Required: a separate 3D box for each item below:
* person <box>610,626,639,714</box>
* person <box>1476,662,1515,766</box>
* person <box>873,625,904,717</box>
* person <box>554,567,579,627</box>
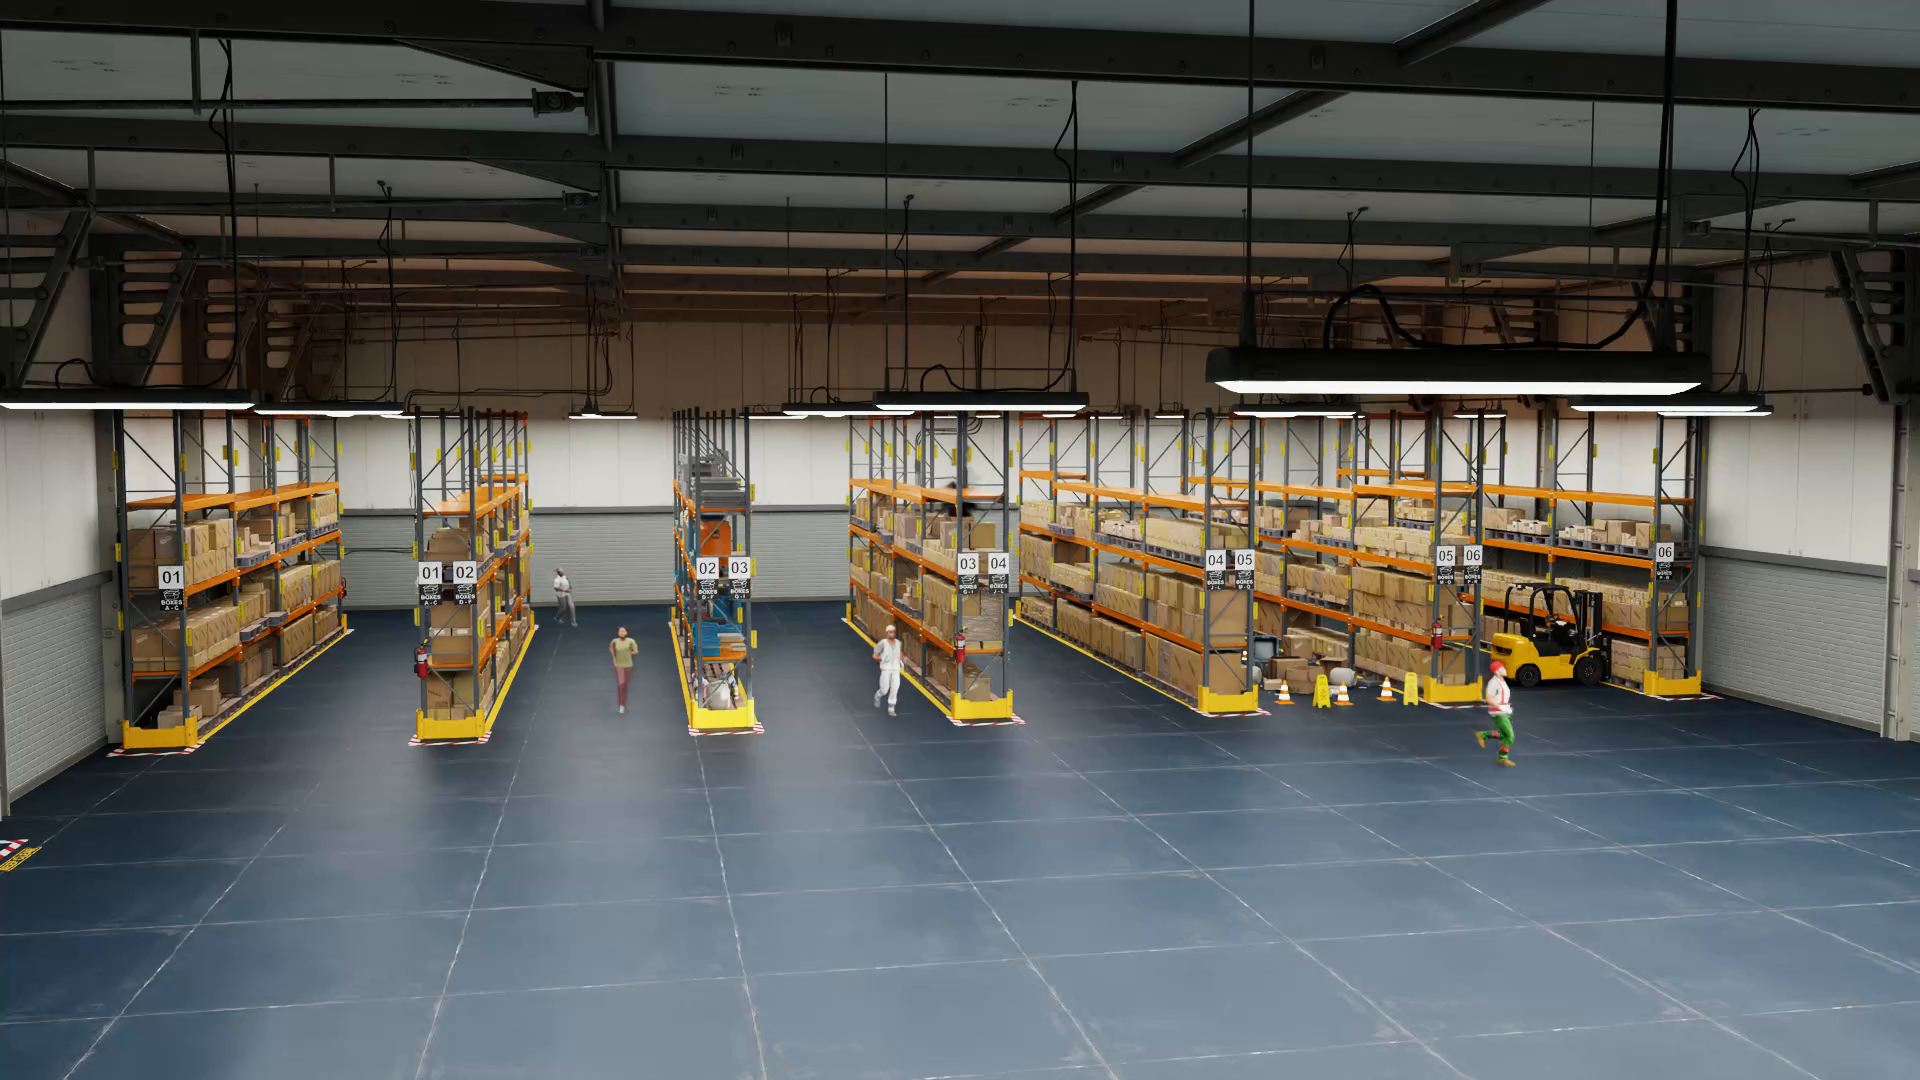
[{"bbox_3d":[-6.657,2.557,33.019,0.549,1.707,0.793,-1,4,-16],"label":"person"},{"bbox_3d":[8.964,2.890,27.839,0.675,1.725,0.676,2,5,29],"label":"person"},{"bbox_3d":[-1.390,2.538,32.440,0.689,1.774,0.805,-2,4,-25],"label":"person"},{"bbox_3d":[-11.079,1.581,46.459,0.858,1.697,0.603,3,5,32],"label":"person"}]
